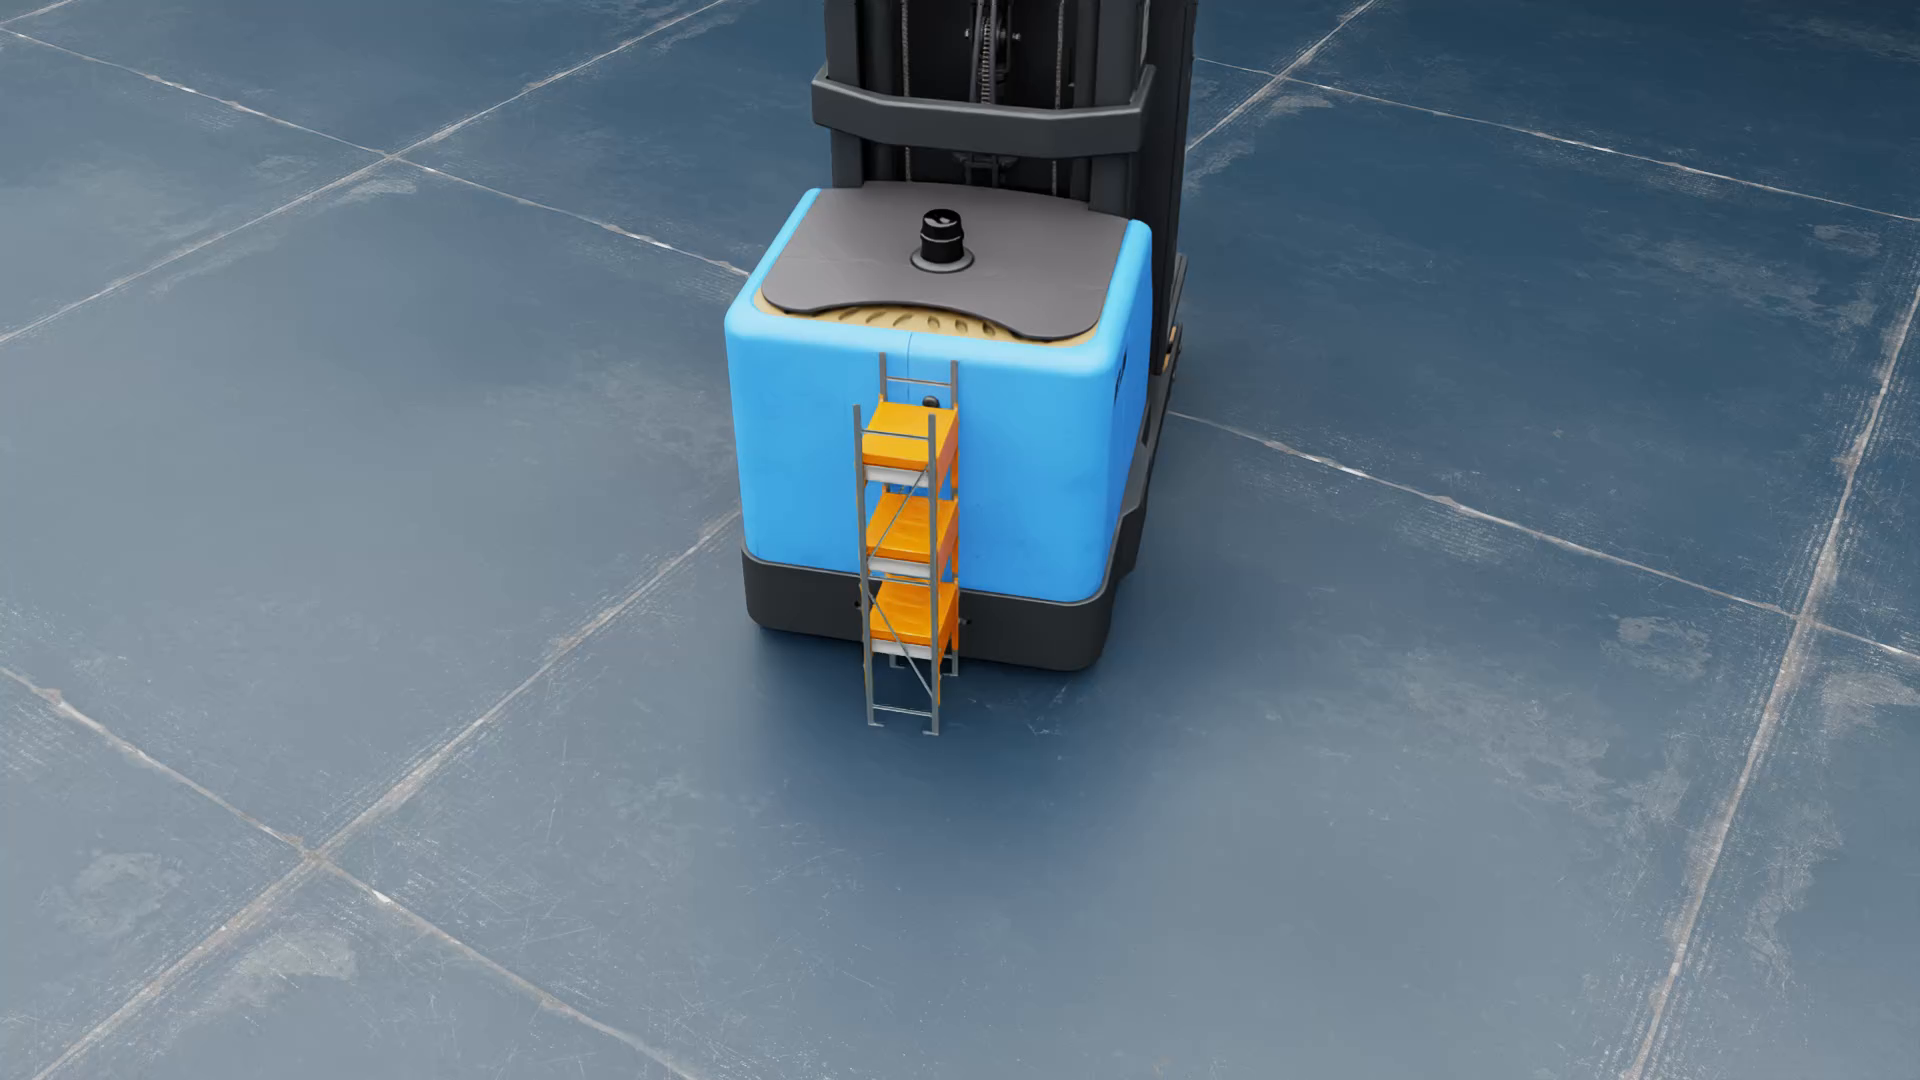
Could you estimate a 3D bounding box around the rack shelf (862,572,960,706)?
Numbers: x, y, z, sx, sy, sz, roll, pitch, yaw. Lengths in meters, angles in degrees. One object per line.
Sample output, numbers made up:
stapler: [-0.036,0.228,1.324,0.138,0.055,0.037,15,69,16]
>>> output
rack shelf: [-0.130,0.263,4.522,0.215,0.259,0.240,8,38,10]

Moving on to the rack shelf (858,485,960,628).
rack shelf: [-0.130,0.042,4.352,0.215,0.259,0.240,8,38,10]

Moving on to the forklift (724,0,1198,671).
forklift: [0.192,-1.696,5.049,1.130,2.935,3.031,8,38,10]

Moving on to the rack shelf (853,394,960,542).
rack shelf: [-0.130,-0.182,4.179,0.215,0.259,0.240,8,38,10]

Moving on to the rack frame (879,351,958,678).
rack frame: [-0.103,-0.039,4.440,0.200,1.050,0.008,8,38,10]

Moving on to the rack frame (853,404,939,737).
rack frame: [-0.156,0.107,4.251,0.200,1.050,0.008,8,38,10]

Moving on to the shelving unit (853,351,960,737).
shelving unit: [-0.130,0.034,4.346,0.215,1.050,0.252,8,38,10]
